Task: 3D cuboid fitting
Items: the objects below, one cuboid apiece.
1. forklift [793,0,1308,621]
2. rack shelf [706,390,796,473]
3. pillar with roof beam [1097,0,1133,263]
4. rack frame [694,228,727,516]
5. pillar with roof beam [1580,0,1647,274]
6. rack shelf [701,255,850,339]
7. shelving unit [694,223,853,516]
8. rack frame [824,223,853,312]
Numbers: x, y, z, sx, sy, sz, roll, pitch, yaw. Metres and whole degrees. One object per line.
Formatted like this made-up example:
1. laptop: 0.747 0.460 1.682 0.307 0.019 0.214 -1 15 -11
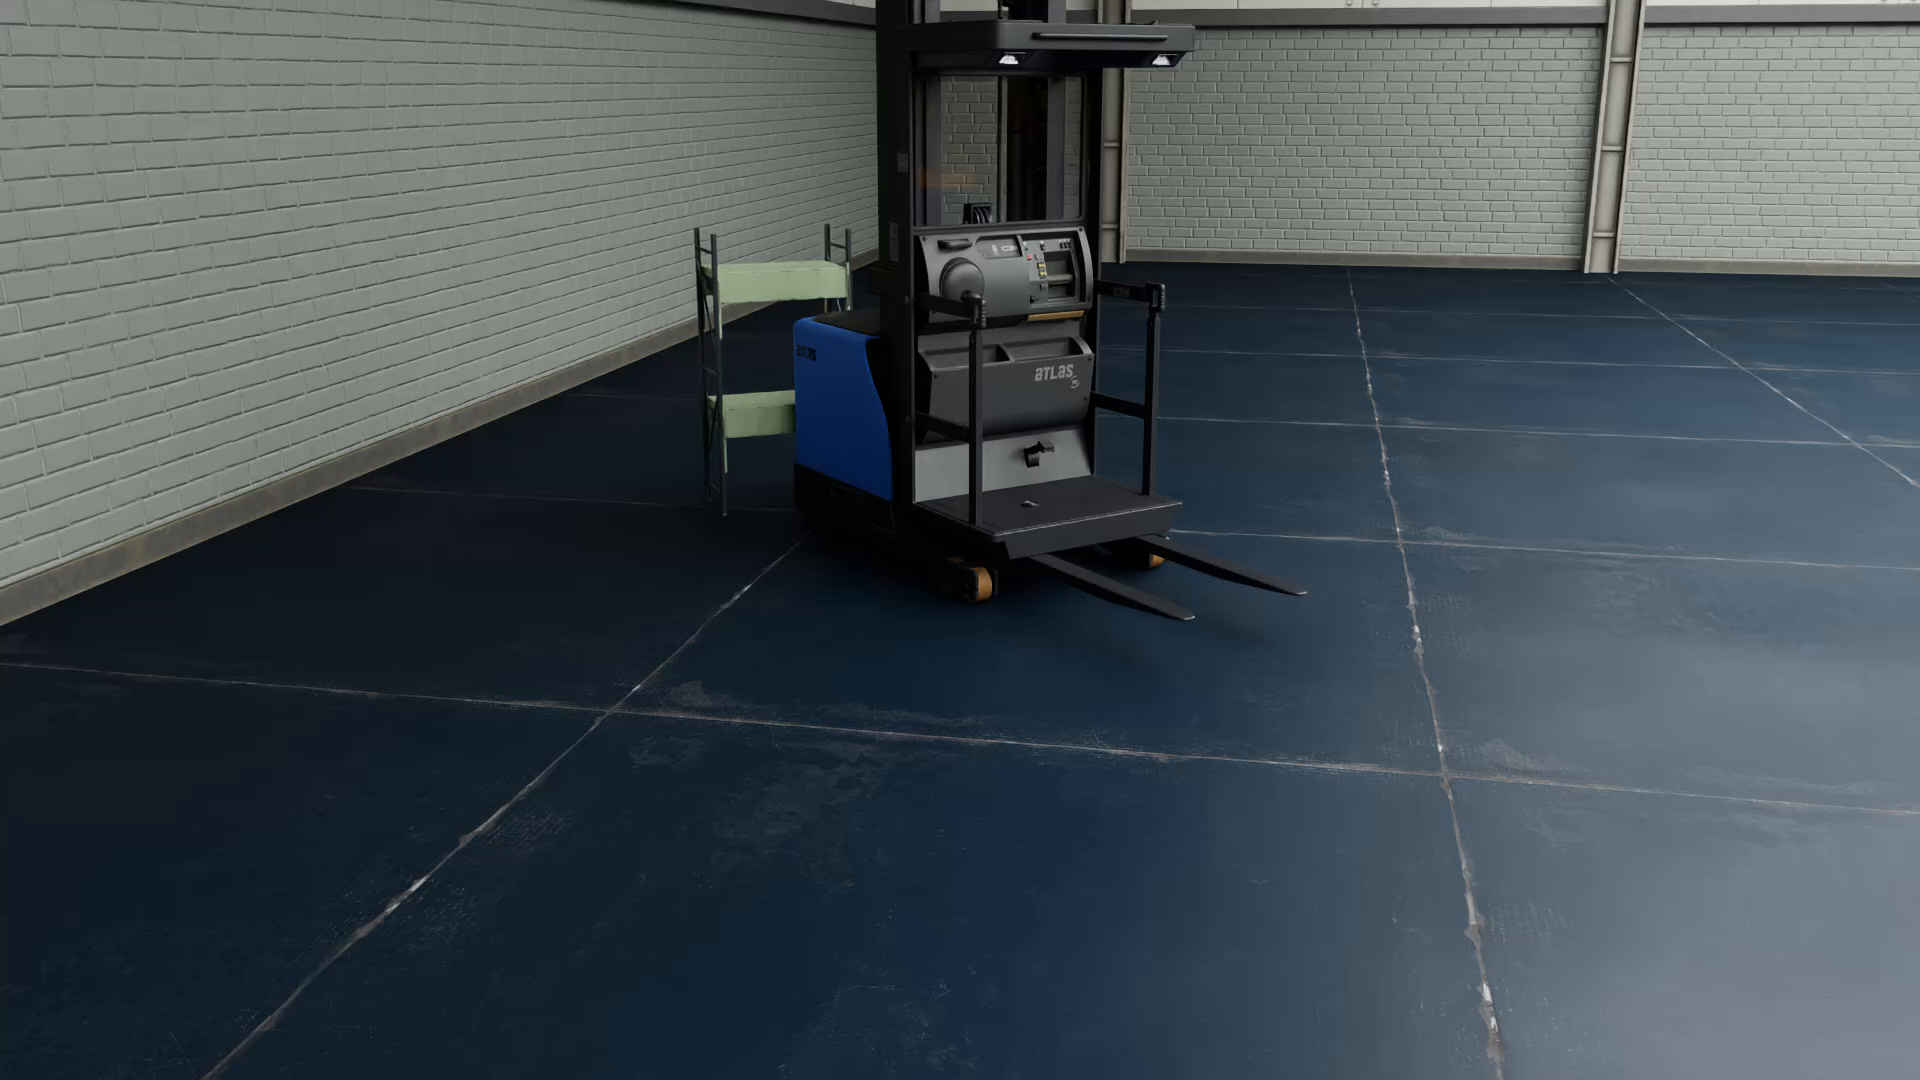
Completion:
1. forklift: 0.339 -1.272 7.594 1.130 2.935 3.031 -10 18 -32
2. rack shelf: -1.002 -0.625 9.158 0.720 0.370 0.431 -6 17 -21
3. pillar with roof beam: 1.068 -6.807 16.208 0.400 9.000 9.100 3 16 11
4. rack frame: -1.341 -0.902 8.938 0.023 1.500 0.400 -6 17 -21
5. pillar with roof beam: 6.948 -6.488 15.055 0.400 9.000 9.100 3 16 11
6. rack shelf: -1.002 -1.315 8.968 0.720 0.370 0.431 -6 17 -21
7. shelving unit: -1.002 -0.939 9.071 0.755 1.500 0.431 -6 17 -21
8. rack frame: -0.663 -0.976 9.205 0.023 1.500 0.400 -6 17 -21
